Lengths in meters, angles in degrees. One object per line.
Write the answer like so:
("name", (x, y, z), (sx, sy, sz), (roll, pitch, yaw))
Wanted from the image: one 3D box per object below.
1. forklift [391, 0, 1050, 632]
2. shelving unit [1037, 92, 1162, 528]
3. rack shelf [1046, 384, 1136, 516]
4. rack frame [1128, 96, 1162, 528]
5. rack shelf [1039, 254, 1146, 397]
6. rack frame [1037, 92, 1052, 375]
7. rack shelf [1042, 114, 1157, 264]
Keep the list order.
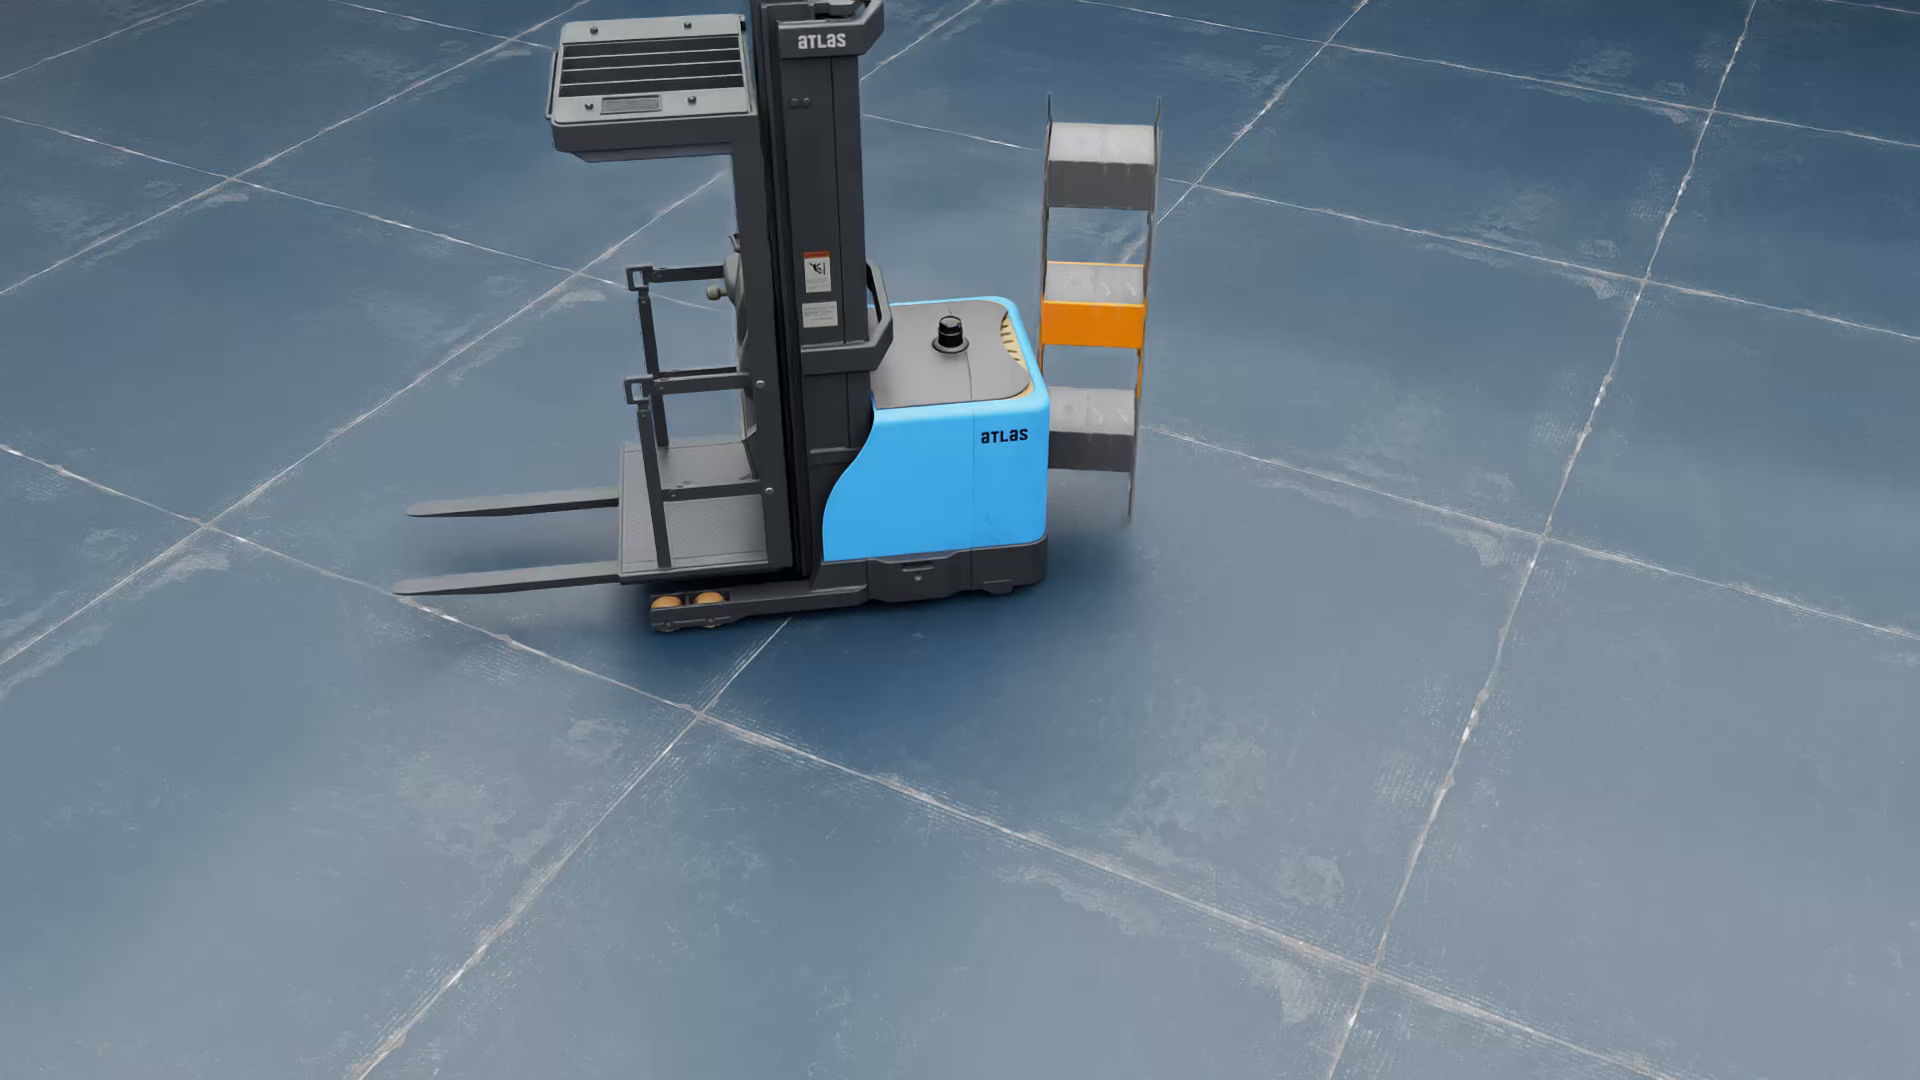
("forklift", (-1.148, -1.085, 7.275), (3.031, 2.935, 1.130), (-5, 38, -7))
("shelving unit", (0.628, -1.032, 7.893), (0.503, 2.100, 0.431), (3, 37, 4))
("rack shelf", (0.628, -0.464, 8.324), (0.480, 0.518, 0.431), (3, 37, 4))
("rack frame", (0.871, -1.019, 7.876), (0.015, 2.100, 0.400), (3, 37, 4))
("rack shelf", (0.628, -1.021, 7.901), (0.480, 0.518, 0.431), (3, 37, 4))
("rack frame", (0.385, -1.045, 7.910), (0.015, 2.100, 0.400), (3, 37, 4))
("rack shelf", (0.628, -1.579, 7.478), (0.480, 0.518, 0.431), (3, 37, 4))
